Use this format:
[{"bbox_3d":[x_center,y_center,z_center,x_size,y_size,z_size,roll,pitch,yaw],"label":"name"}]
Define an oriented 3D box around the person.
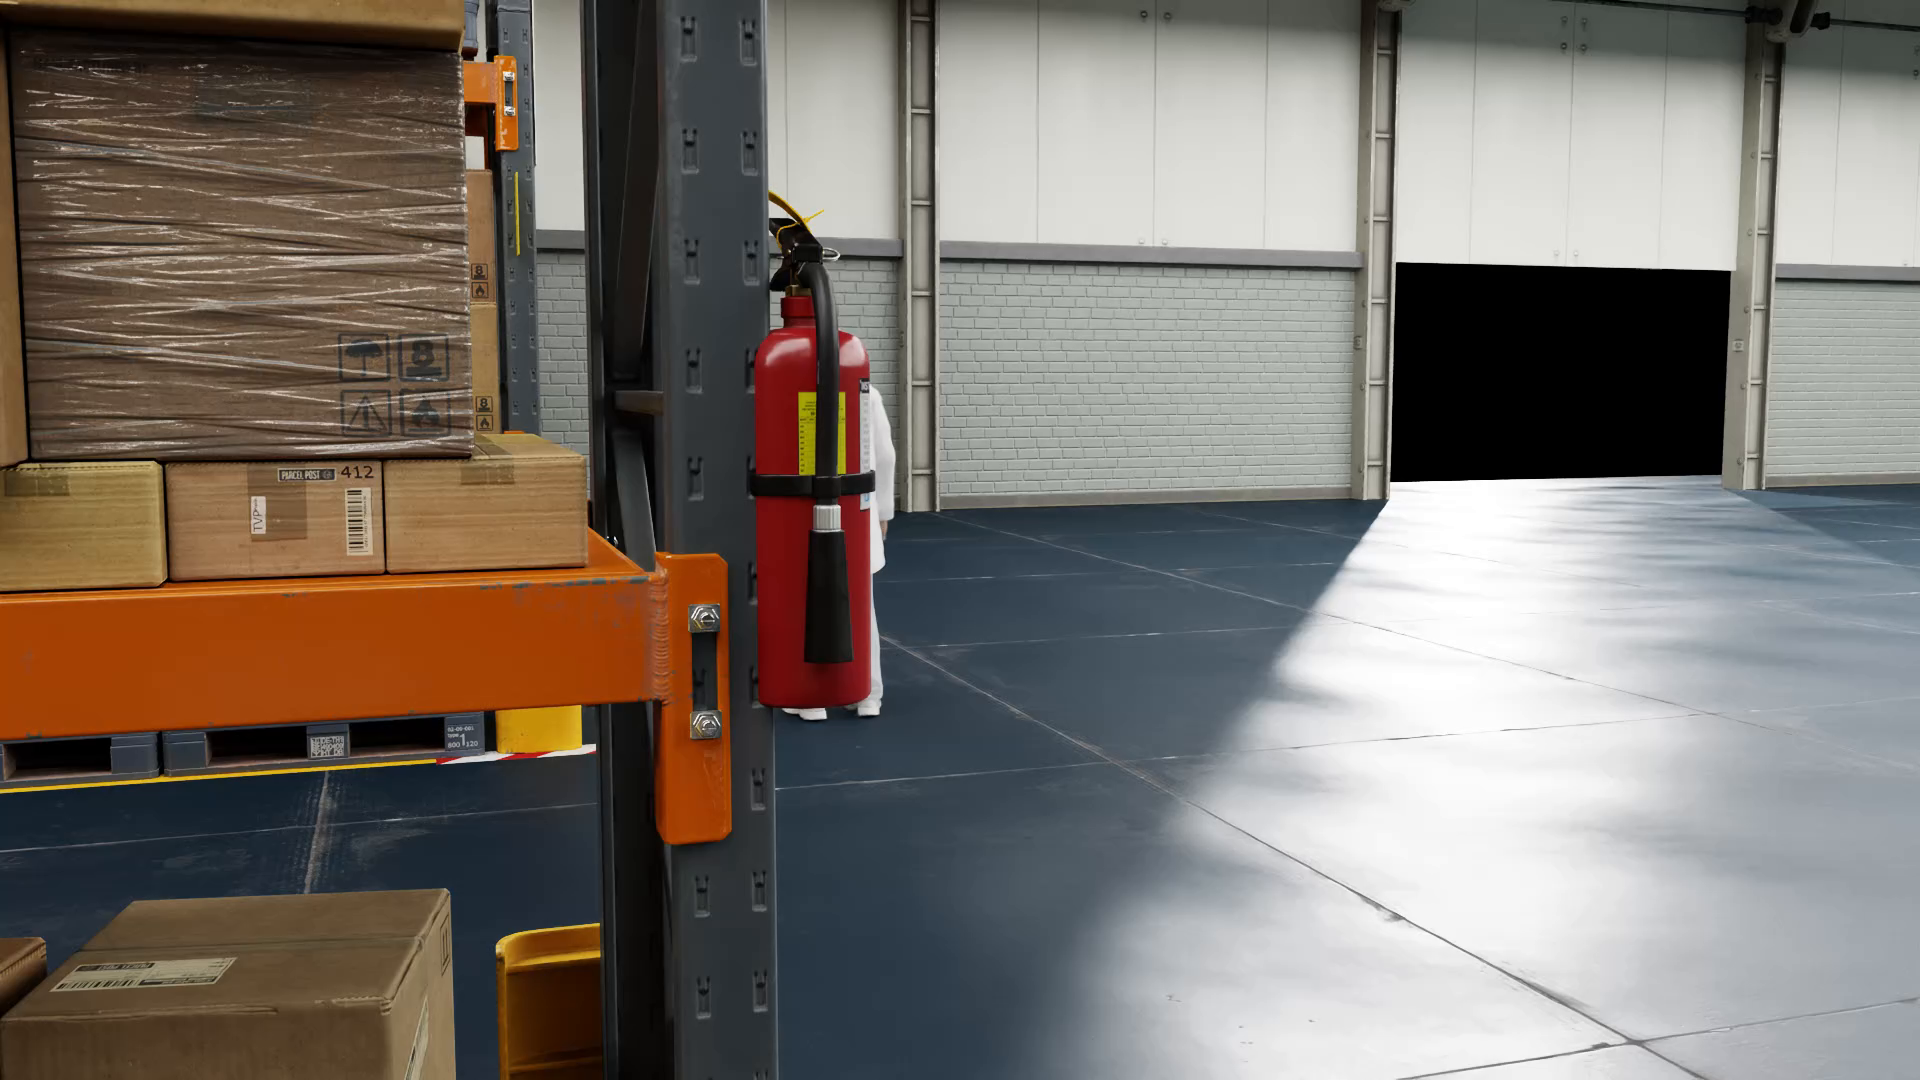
[{"bbox_3d":[-0.601,-0.080,7.575,0.631,1.773,0.427,-2,6,-21],"label":"person"}]
